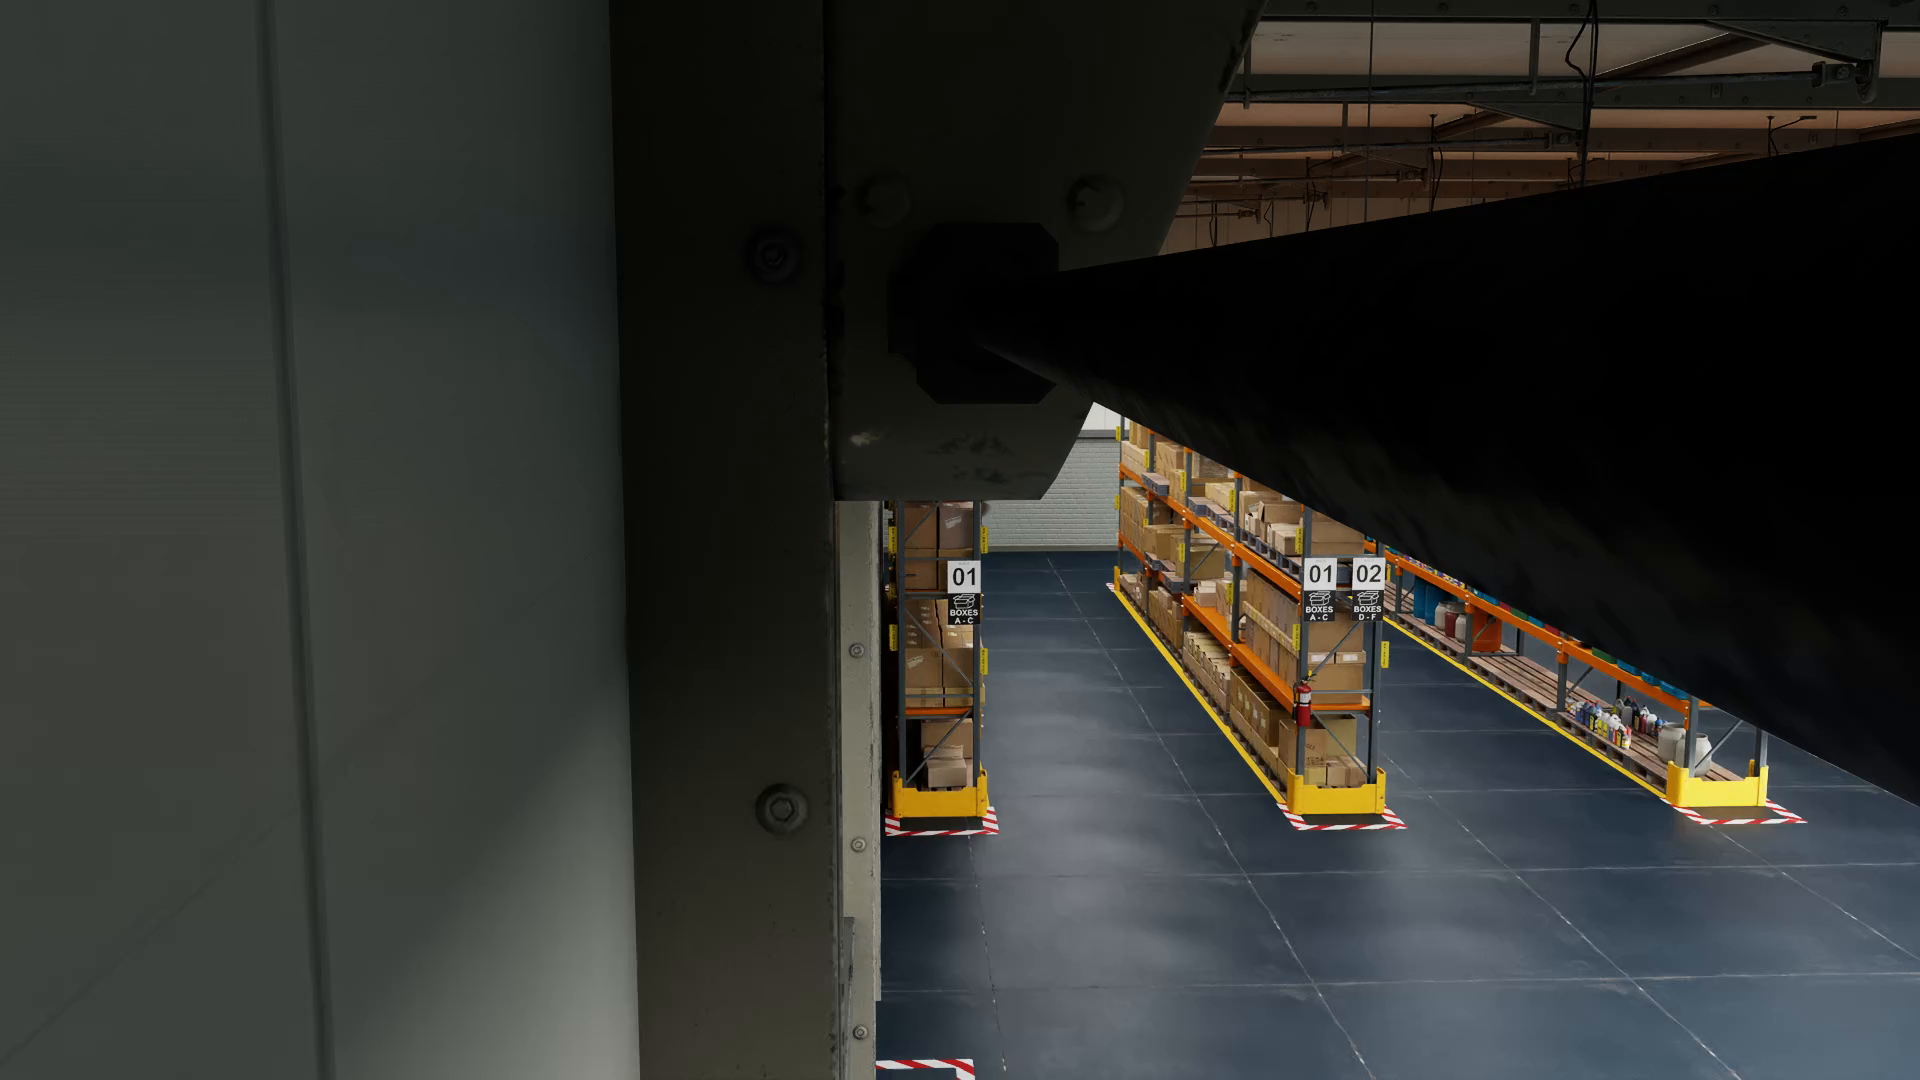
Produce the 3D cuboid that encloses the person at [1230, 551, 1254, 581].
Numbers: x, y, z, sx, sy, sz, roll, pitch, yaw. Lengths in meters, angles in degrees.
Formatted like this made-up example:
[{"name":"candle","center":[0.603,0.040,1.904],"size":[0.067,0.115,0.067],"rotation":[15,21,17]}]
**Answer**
[{"name":"person","center":[6.018,0.396,35.109],"size":[0.692,1.803,0.869],"rotation":[-2,9,-16]}]
